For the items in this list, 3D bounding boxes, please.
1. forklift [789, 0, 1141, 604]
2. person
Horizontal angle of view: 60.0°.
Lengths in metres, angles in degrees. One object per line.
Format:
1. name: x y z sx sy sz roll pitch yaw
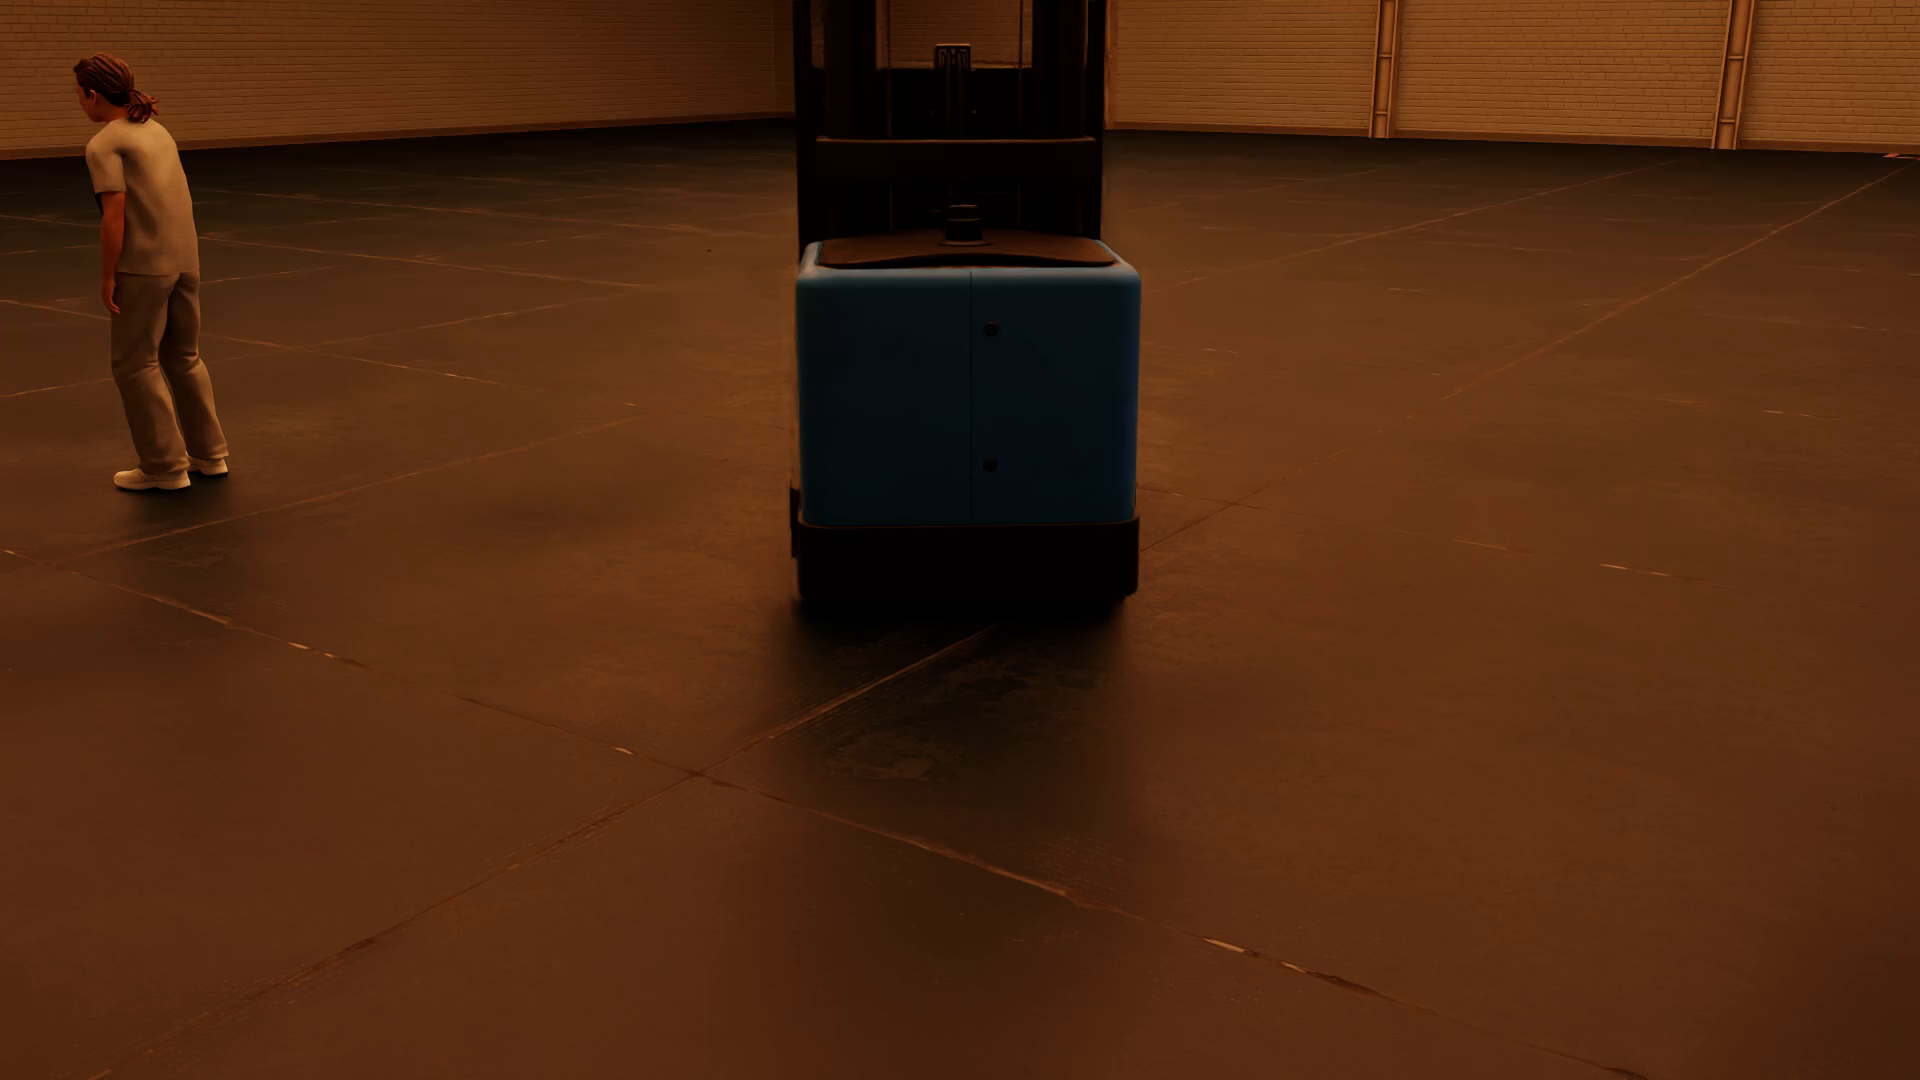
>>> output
1. forklift: -0.052 -1.581 6.121 1.130 2.935 3.031 -1 17 -3
2. person: -3.175 -1.037 6.501 0.364 1.671 0.499 4 17 13
